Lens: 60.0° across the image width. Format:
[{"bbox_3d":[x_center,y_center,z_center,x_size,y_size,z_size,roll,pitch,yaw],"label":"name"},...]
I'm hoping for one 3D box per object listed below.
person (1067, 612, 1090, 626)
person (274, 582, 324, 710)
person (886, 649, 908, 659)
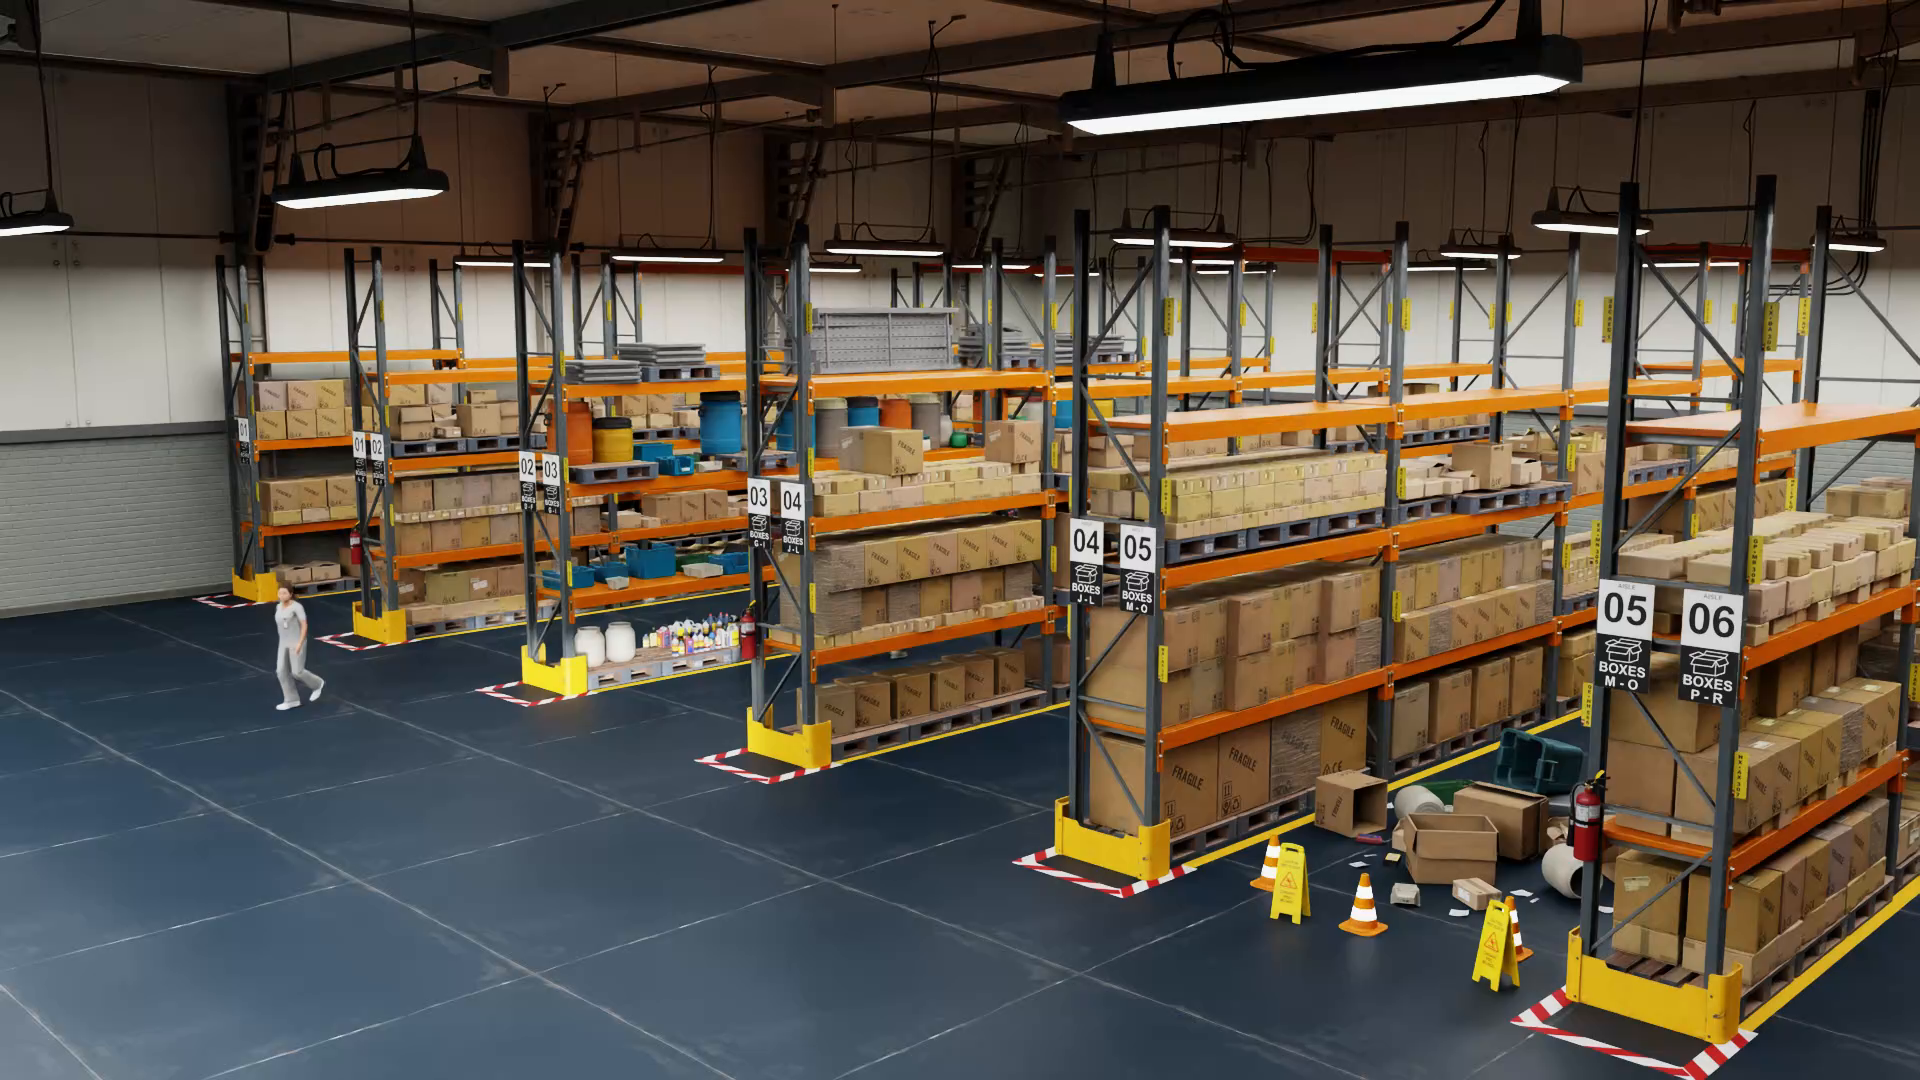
[{"bbox_3d":[1.950,0.512,25.603,0.648,1.643,0.633,-6,10,-38],"label":"person"},{"bbox_3d":[-8.528,1.334,21.431,0.502,1.652,0.604,3,9,21],"label":"person"},{"bbox_3d":[-0.777,0.910,24.503,0.786,1.613,0.644,-8,11,-43],"label":"person"}]
